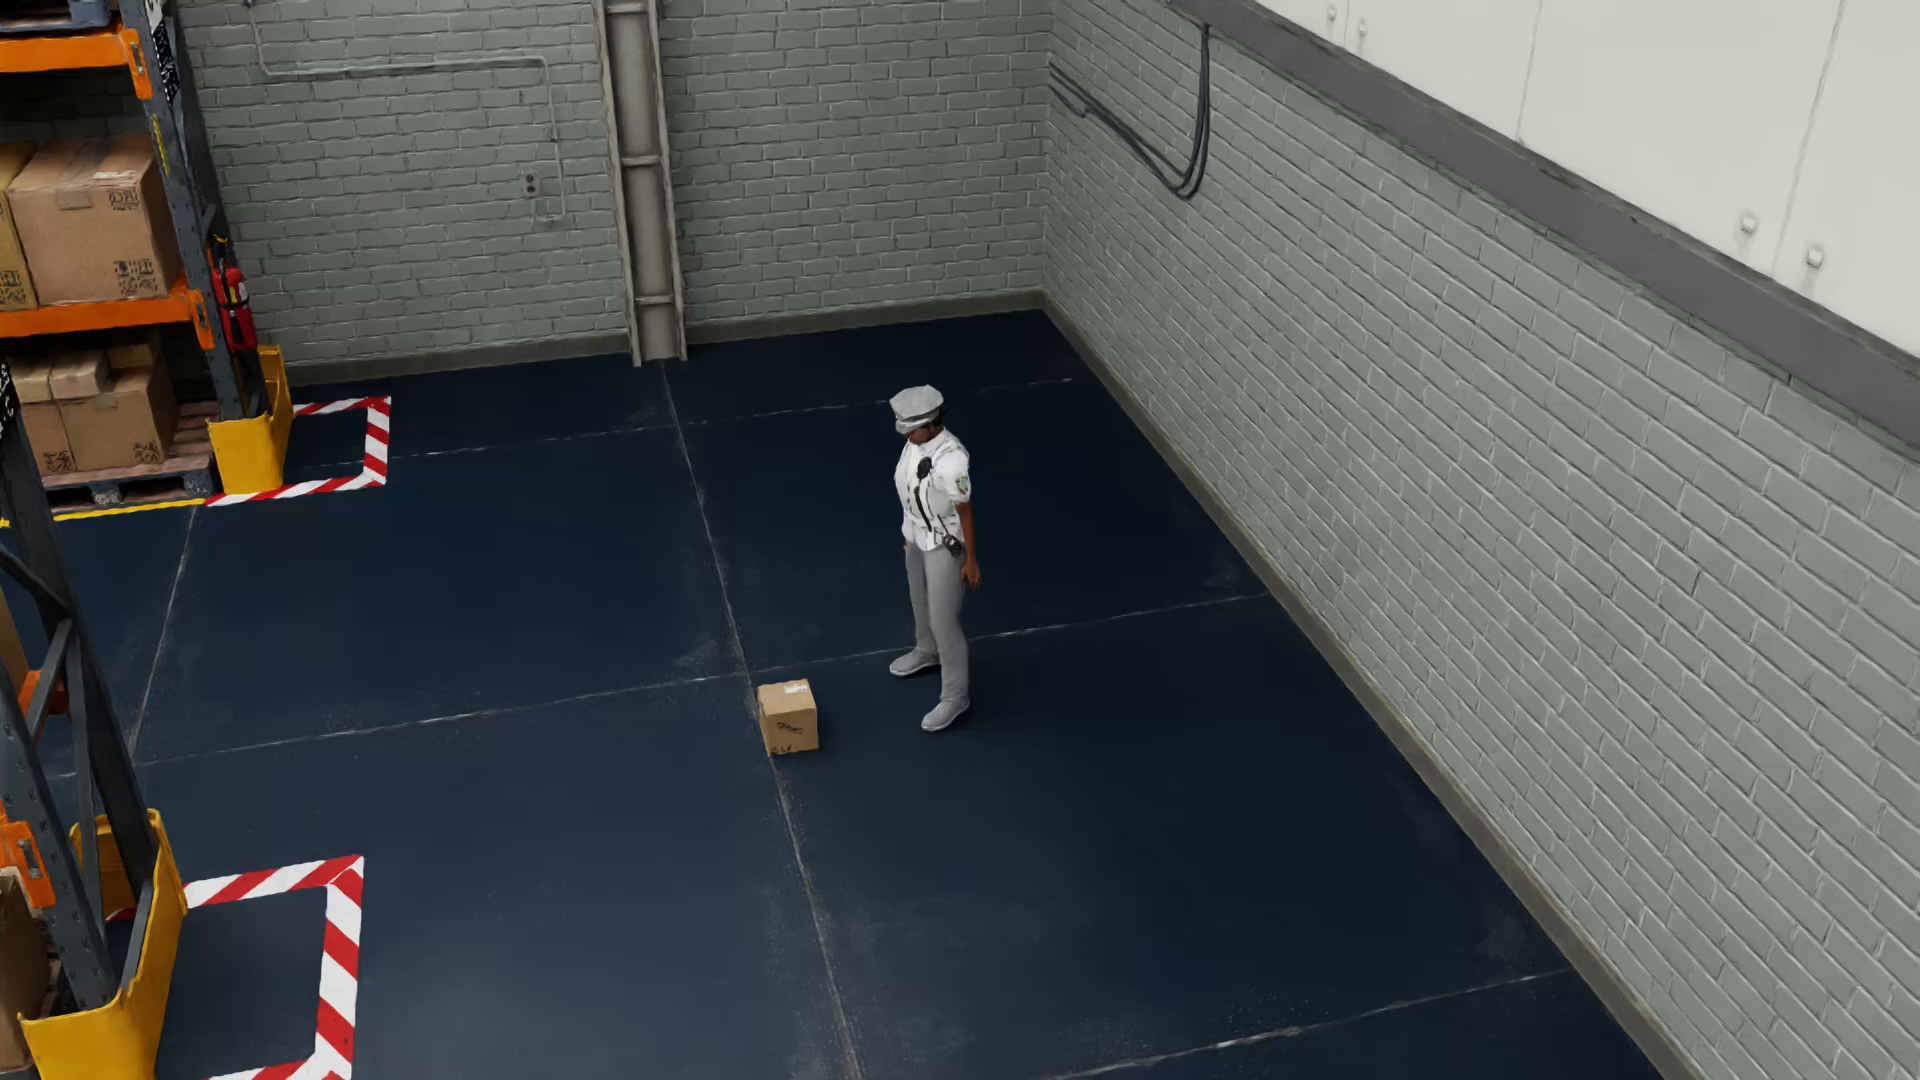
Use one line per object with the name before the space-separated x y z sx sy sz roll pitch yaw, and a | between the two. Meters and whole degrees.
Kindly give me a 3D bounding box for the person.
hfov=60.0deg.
person | -0.135 0.062 8.095 0.429 1.656 0.623 -17 34 -26
